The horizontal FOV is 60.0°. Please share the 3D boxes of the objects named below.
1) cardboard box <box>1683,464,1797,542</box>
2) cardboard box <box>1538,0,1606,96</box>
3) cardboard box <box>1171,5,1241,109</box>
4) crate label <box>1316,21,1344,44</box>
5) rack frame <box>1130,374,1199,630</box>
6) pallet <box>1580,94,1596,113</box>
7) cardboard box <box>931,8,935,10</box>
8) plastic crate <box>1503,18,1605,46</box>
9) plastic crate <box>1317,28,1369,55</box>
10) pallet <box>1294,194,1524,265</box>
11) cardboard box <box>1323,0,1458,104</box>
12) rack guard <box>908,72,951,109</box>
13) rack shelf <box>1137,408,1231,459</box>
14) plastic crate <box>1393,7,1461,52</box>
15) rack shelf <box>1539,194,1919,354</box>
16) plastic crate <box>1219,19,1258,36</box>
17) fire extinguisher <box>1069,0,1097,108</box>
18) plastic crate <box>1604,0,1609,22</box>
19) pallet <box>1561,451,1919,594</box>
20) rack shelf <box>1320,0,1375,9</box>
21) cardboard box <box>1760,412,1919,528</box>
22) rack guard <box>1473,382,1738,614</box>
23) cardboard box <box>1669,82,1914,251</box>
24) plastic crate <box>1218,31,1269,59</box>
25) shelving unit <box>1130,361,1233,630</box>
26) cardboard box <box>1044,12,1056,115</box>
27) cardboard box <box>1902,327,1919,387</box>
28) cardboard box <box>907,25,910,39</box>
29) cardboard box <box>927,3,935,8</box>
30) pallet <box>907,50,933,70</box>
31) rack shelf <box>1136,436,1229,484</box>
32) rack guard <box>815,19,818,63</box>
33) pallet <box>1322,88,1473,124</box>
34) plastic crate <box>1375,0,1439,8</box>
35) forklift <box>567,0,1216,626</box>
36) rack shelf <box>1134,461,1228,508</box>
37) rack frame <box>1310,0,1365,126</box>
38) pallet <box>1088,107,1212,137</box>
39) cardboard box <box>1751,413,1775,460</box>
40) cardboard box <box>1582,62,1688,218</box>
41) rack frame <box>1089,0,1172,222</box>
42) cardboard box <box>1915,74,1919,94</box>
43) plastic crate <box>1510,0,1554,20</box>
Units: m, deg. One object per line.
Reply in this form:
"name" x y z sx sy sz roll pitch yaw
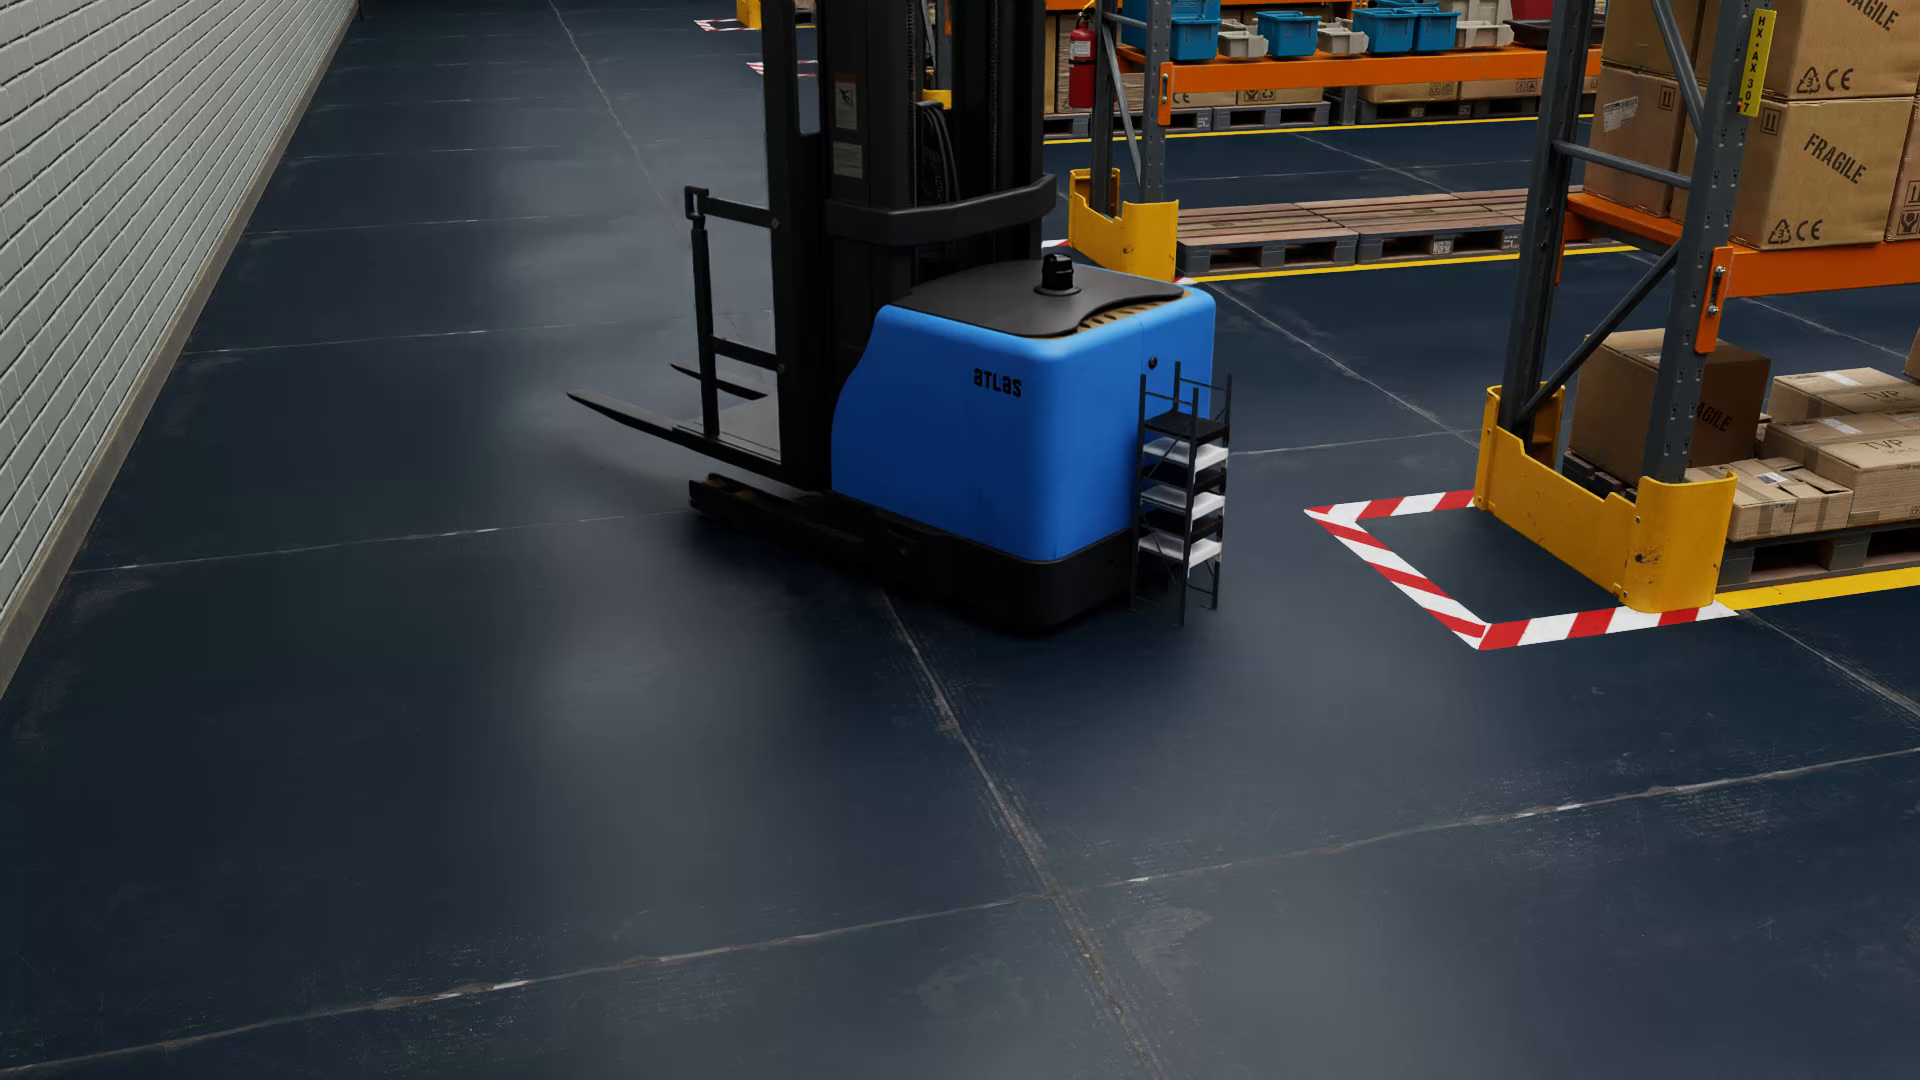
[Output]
"cardboard box" 2.898 -0.143 6.254 0.250 0.149 0.380 -6 24 -14
"cardboard box" 5.902 -5.009 16.700 0.875 0.875 1.225 -6 24 -14
"cardboard box" 2.057 -4.605 15.758 0.875 0.875 0.875 -6 24 -14
"crate label" 2.348 -3.344 10.915 0.243 0.136 0.396 -6 24 -14
"rack frame" 0.711 -0.126 5.821 0.240 0.900 0.006 20 30 38
"pallet" 6.653 -4.613 17.152 1.213 0.211 1.003 -6 24 -14
"cardboard box" -0.190 -6.186 19.609 0.250 0.149 0.380 -8 24 -17
"plastic crate" 3.913 -3.324 10.882 0.590 0.125 0.437 -6 24 -14
"plastic crate" 2.378 -3.100 10.347 0.298 0.136 0.250 -6 24 -14
"pallet" 3.044 -2.138 11.382 1.213 0.211 1.003 -6 24 -14
"cardboard box" 4.191 -4.816 16.251 0.875 0.875 1.225 -6 24 -14
"rack guard" -0.294 -3.947 15.232 0.348 0.500 1.175 -6 24 -14
"rack shelf" 0.780 -0.373 5.796 0.258 0.077 0.200 20 30 38
"plastic crate" 2.951 -3.242 10.555 0.300 0.233 0.416 -6 24 -14
"rack shelf" 4.327 -1.219 6.617 4.000 0.370 1.077 -6 24 -14
"plastic crate" 1.804 -3.280 10.765 0.243 0.136 0.396 -6 24 -14
"fire extinguisher" 0.799 -3.167 10.816 0.183 0.674 0.296 -6 24 -14
"plastic crate" 4.561 -3.485 10.929 0.575 0.384 0.392 -6 24 -14
"pallet" 3.242 -0.148 6.746 1.213 0.211 1.003 -6 24 -14
"rack shelf" 5.506 -5.406 16.376 4.000 0.370 1.077 -6 24 -14
"cardboard box" 3.483 -0.279 6.442 0.500 0.250 0.500 -6 24 -14
"rack guard" 2.475 -0.196 6.490 0.348 0.500 1.175 -6 24 -14
"cardboard box" 2.900 -1.330 5.836 0.500 0.500 0.500 -6 24 -13
"plastic crate" 1.725 -3.028 10.179 0.298 0.136 0.250 -6 24 -14
"shelving unit" 0.779 -0.156 5.890 0.258 0.900 0.210 20 30 38
"cardboard box" 0.324 -4.413 15.311 0.875 0.875 0.875 -6 24 -14
"cardboard box" 4.445 -0.616 6.906 0.637 0.503 0.797 -6 24 -14
"cardboard box" -0.660 -5.977 19.500 0.250 0.149 0.380 -6 24 -15
"cardboard box" -0.333 -6.385 20.073 0.250 0.149 0.380 -7 24 -16
"pallet" -0.648 -5.792 19.898 1.213 0.211 1.003 -6 24 -14
"rack shelf" 0.779 -0.291 5.832 0.258 0.077 0.200 20 30 38
"rack guard" -1.440 -5.851 19.670 0.348 0.500 1.175 -6 24 -14
"pallet" 4.303 -4.353 16.546 1.213 0.211 1.003 -6 24 -14
"plastic crate" 2.975 -3.484 11.120 0.300 0.233 0.416 -6 24 -14
"forklift" -0.478 -1.519 6.491 3.031 2.935 1.130 20 30 38
"rack shelf" 0.779 -0.208 5.867 0.258 0.077 0.200 20 30 38
"rack frame" 3.581 -5.524 15.738 0.127 3.000 1.000 -6 24 -14
"pallet" 1.651 -4.060 15.862 1.213 0.211 1.003 -6 24 -14
"cardboard box" 3.273 -0.397 6.824 0.250 0.166 0.380 -6 24 -14
"cardboard box" 2.759 -1.534 6.311 0.500 0.500 0.500 -6 24 -13
"rack frame" 1.067 -3.218 10.362 0.127 3.000 1.000 -6 24 -14
"cardboard box" 3.401 -1.848 5.775 0.500 0.500 0.500 -6 24 -14
"plastic crate" 3.991 -3.701 11.331 0.583 0.464 0.402 -6 24 -14
